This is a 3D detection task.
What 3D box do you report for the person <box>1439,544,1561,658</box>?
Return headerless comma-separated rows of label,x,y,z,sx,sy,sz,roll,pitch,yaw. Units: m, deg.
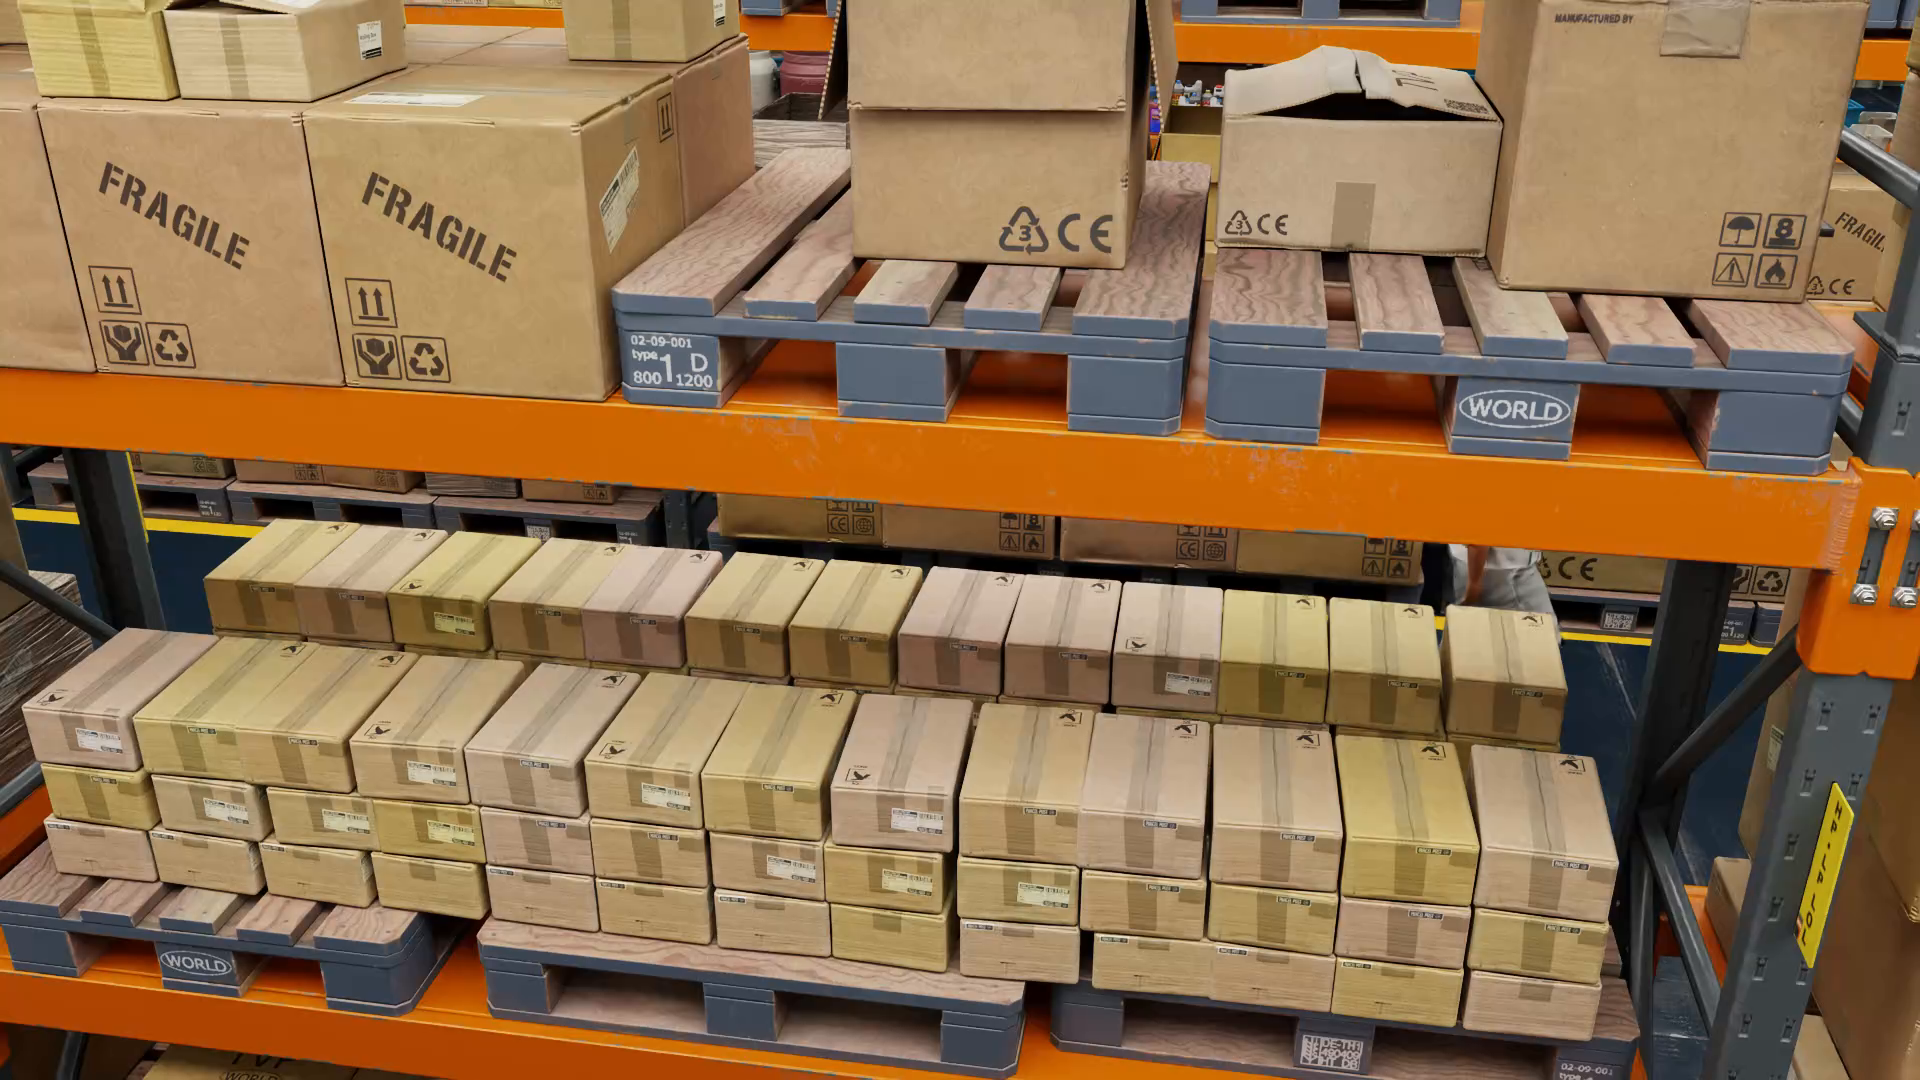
person,2.260,0.101,6.903,0.475,1.712,0.479,3,25,7
